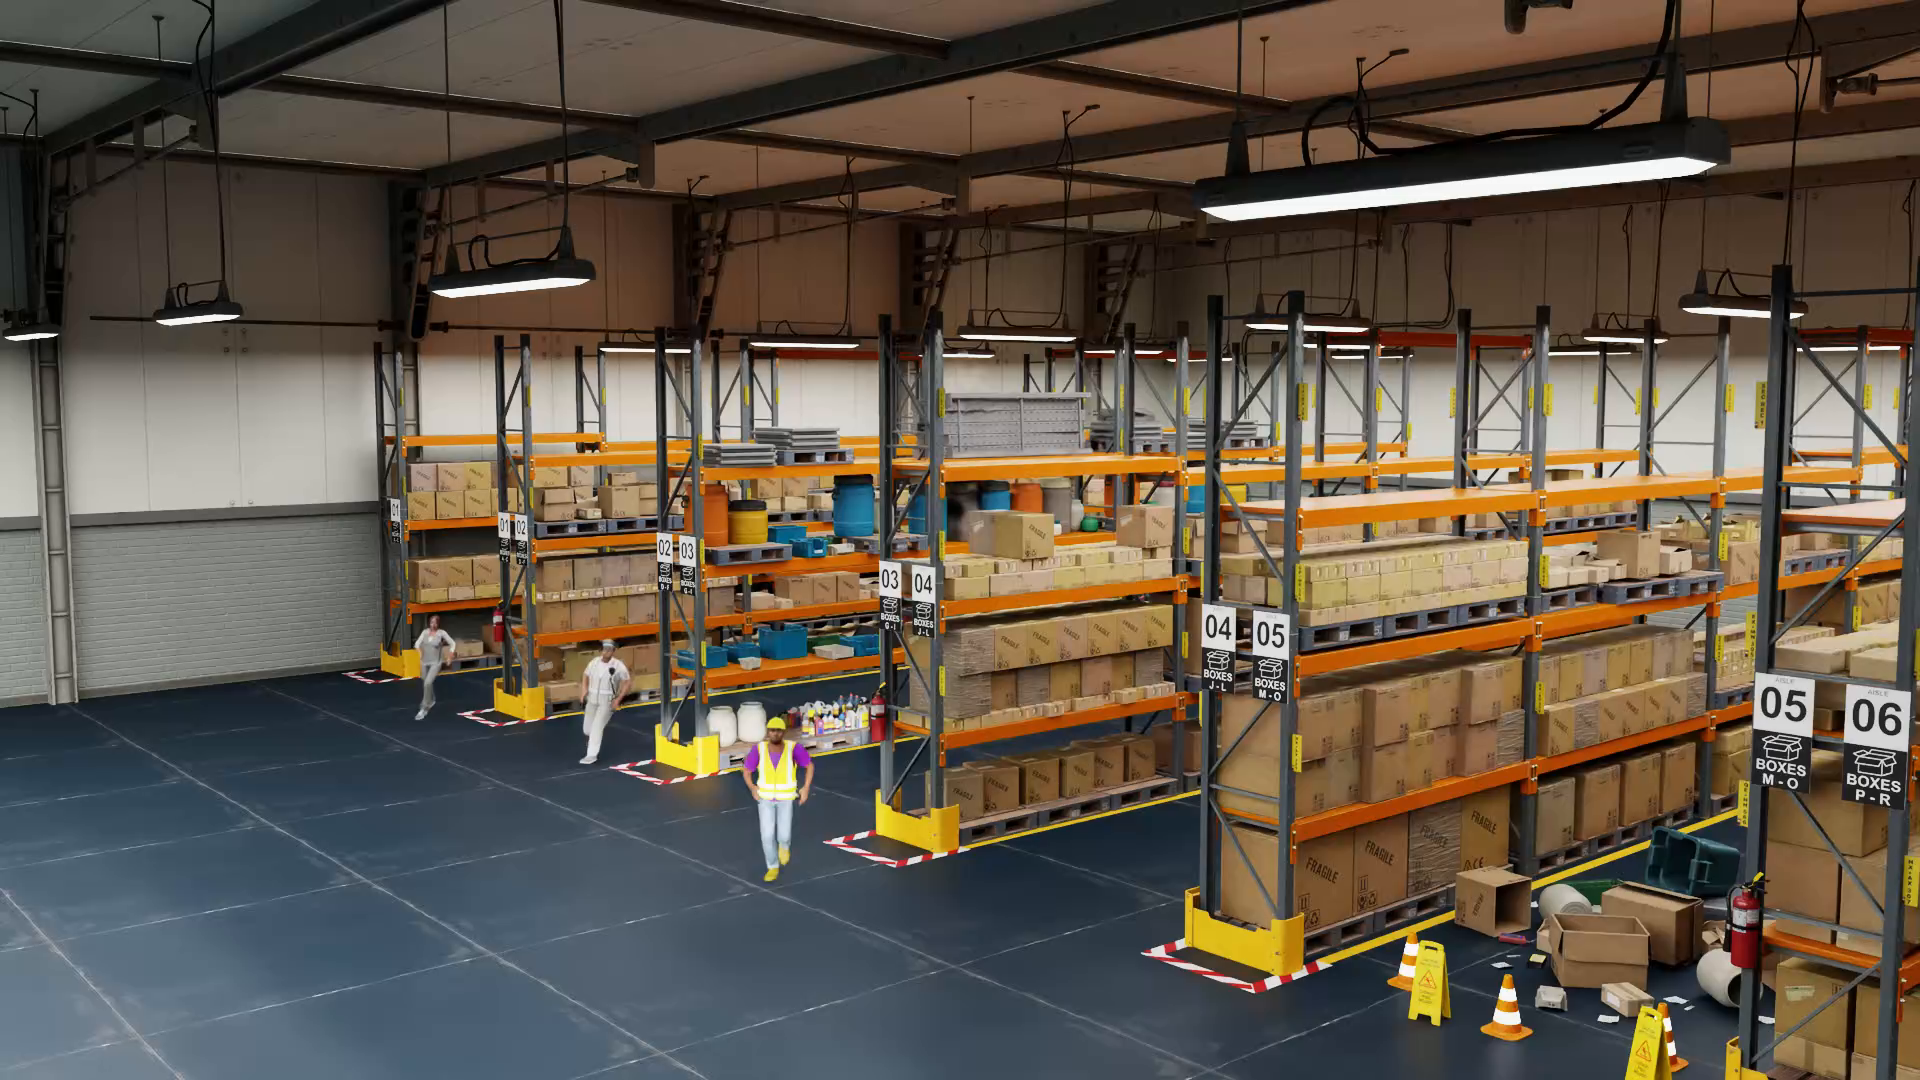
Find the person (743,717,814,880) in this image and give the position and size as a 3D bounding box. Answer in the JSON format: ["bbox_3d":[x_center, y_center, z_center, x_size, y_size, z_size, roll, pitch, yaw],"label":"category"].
[{"bbox_3d":[-1.922,2.717,17.564,0.748,1.724,0.590,0,5,-3],"label":"person"}]

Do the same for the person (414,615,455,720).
[{"bbox_3d":[-8.298,1.974,26.179,0.598,1.598,0.788,1,5,9],"label":"person"}]

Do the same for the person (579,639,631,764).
[{"bbox_3d":[-4.935,2.216,23.041,0.694,1.713,0.610,1,5,8],"label":"person"}]
